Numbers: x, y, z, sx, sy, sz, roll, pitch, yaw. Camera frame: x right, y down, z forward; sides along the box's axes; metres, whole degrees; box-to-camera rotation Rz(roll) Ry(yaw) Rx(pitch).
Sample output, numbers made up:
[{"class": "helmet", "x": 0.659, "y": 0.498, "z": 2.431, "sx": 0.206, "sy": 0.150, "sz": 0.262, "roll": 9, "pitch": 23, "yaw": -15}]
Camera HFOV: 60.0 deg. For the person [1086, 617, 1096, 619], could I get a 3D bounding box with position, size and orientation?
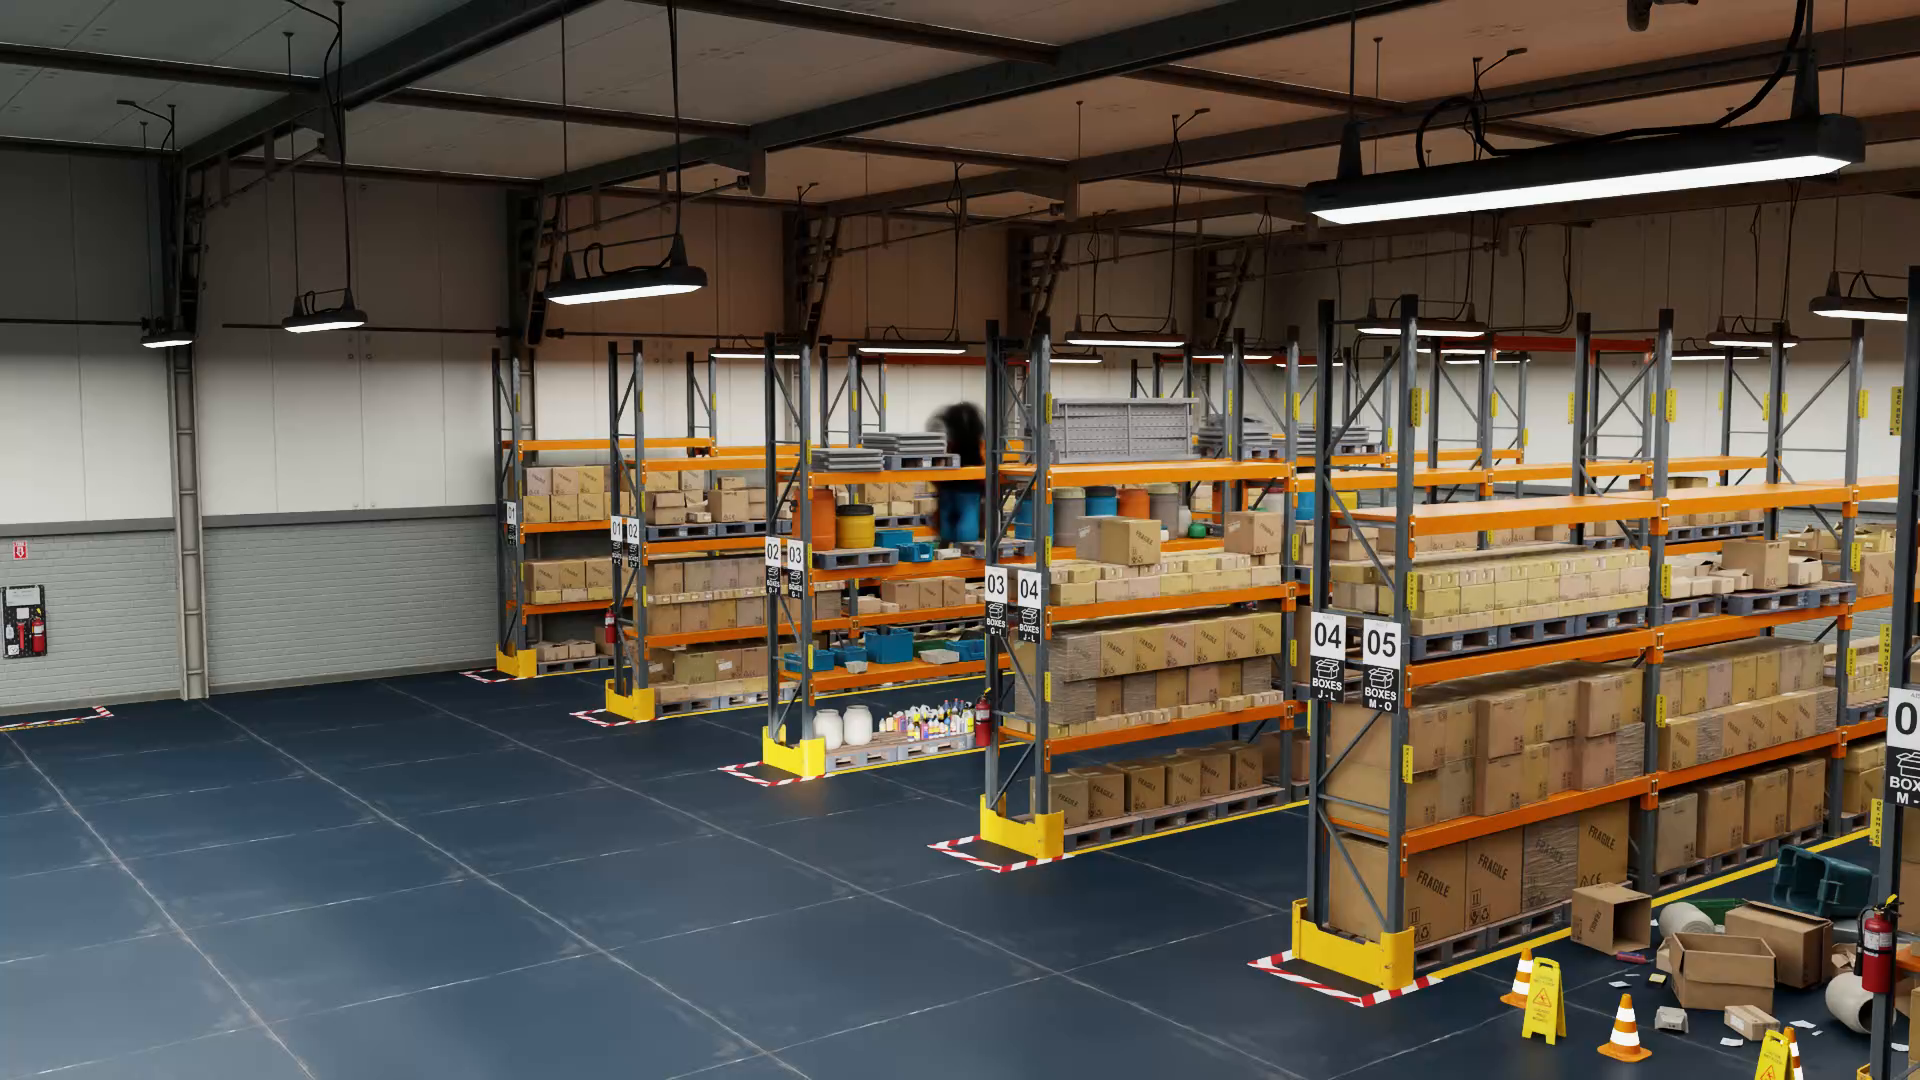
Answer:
[{"class": "person", "x": 2.251, "y": 1.755, "z": 29.148, "sx": 0.663, "sy": 1.715, "sz": 0.702, "roll": 4, "pitch": 6, "yaw": 36}]
